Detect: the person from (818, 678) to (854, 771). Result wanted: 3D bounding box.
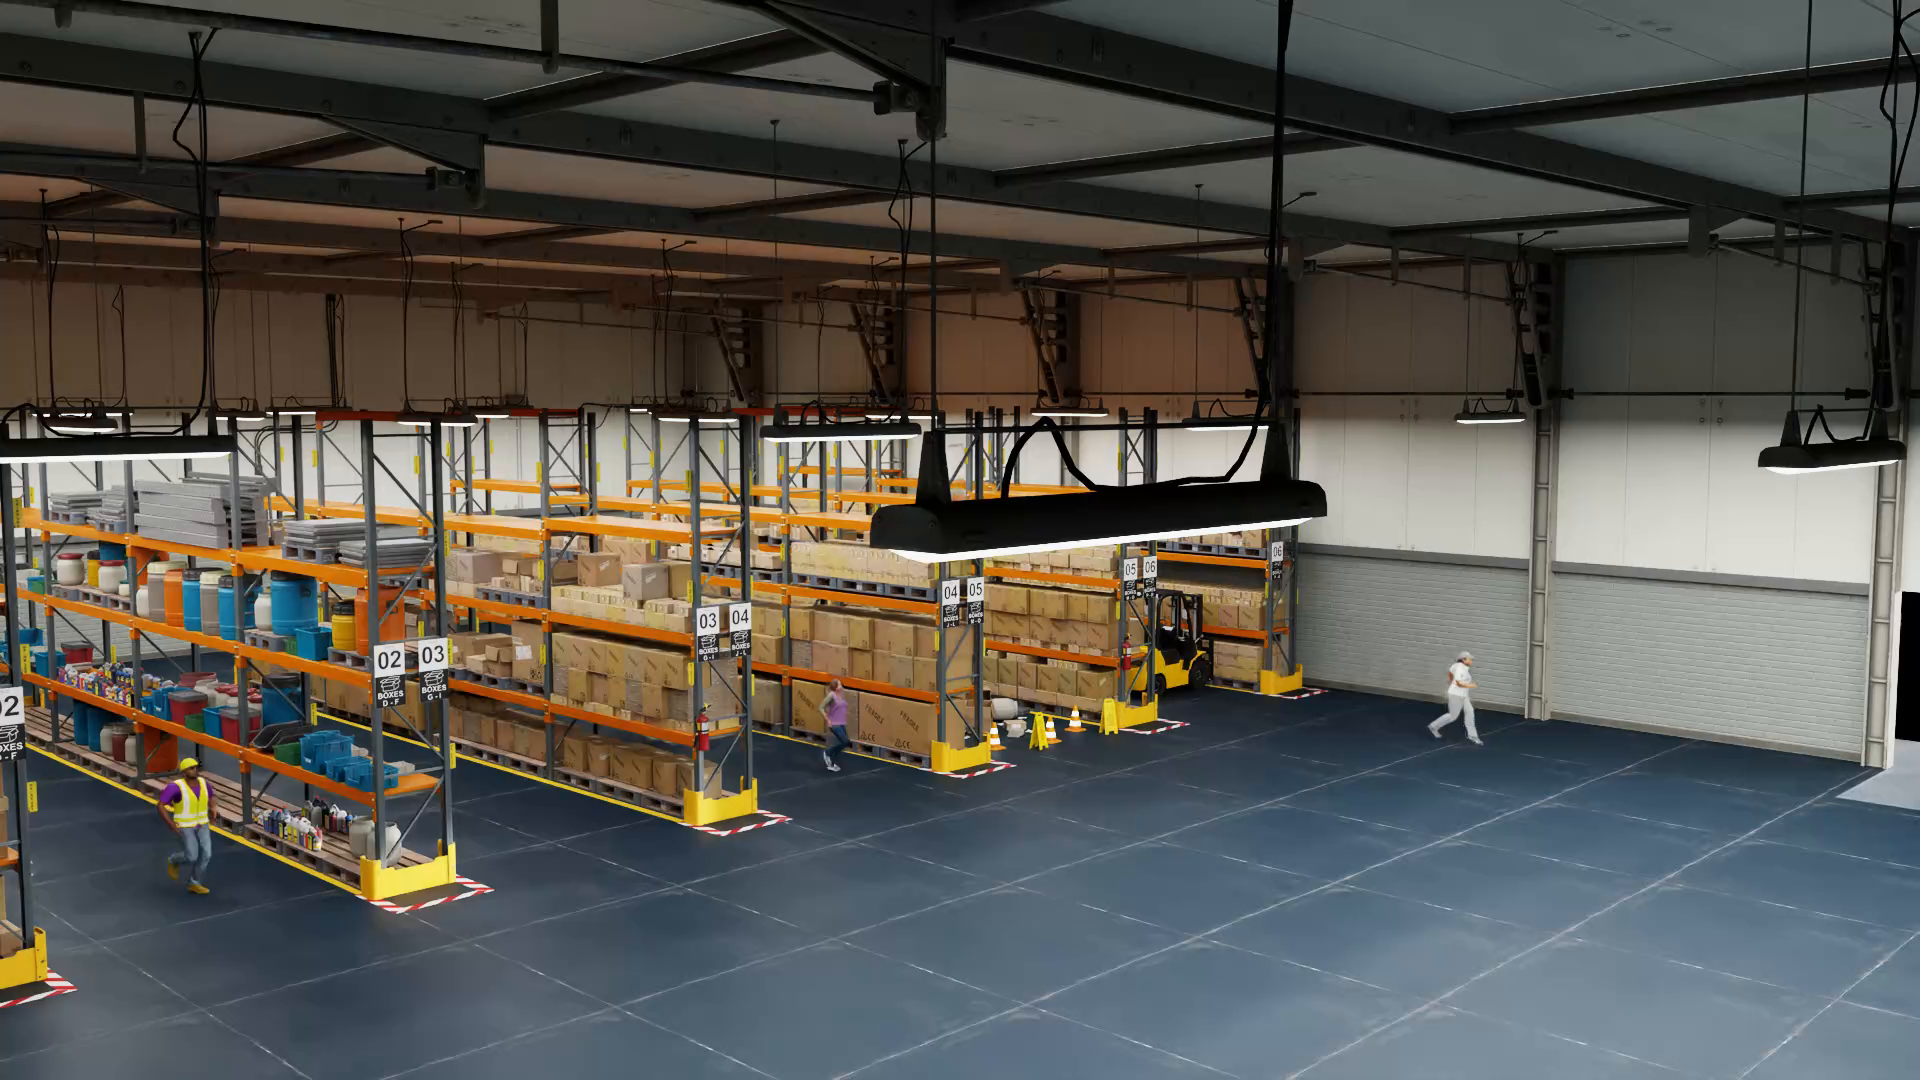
[{"bbox_3d":[-2.025,3.091,27.784,0.541,1.560,0.532,3,6,28],"label":"person"}]

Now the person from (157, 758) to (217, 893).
[{"bbox_3d":[-9.773,3.614,21.100,0.581,1.724,0.743,3,6,33],"label":"person"}]

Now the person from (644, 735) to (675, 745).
[{"bbox_3d":[-5.370,2.809,29.895,0.739,1.815,0.668,3,6,35],"label":"person"}]

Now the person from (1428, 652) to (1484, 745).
[{"bbox_3d":[8.996,2.848,30.082,0.963,1.684,0.628,2,5,19],"label":"person"}]
